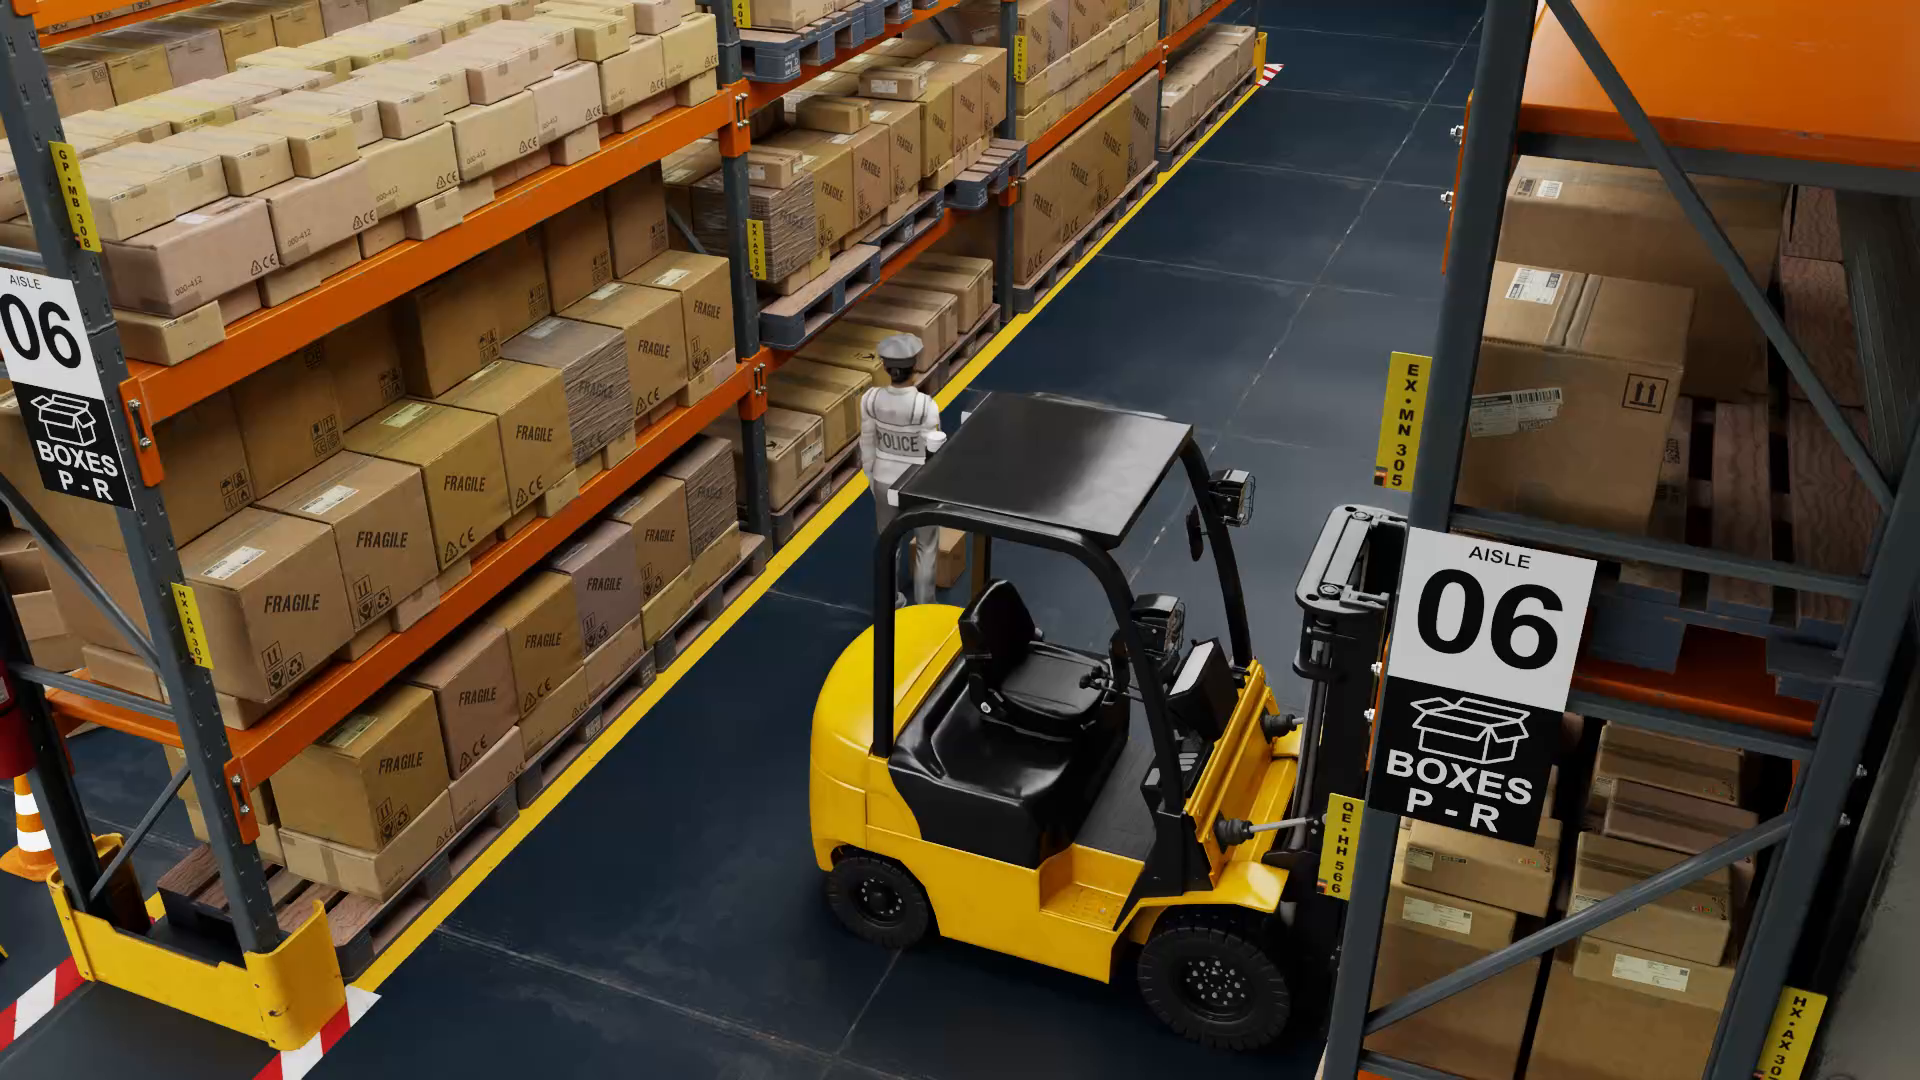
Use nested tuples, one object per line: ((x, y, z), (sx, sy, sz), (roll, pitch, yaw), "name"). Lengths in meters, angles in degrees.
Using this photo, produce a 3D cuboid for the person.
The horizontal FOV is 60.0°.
((-0.301, -0.301, 8.926), (0.469, 1.669, 0.328), (10, 31, 17), "person")
